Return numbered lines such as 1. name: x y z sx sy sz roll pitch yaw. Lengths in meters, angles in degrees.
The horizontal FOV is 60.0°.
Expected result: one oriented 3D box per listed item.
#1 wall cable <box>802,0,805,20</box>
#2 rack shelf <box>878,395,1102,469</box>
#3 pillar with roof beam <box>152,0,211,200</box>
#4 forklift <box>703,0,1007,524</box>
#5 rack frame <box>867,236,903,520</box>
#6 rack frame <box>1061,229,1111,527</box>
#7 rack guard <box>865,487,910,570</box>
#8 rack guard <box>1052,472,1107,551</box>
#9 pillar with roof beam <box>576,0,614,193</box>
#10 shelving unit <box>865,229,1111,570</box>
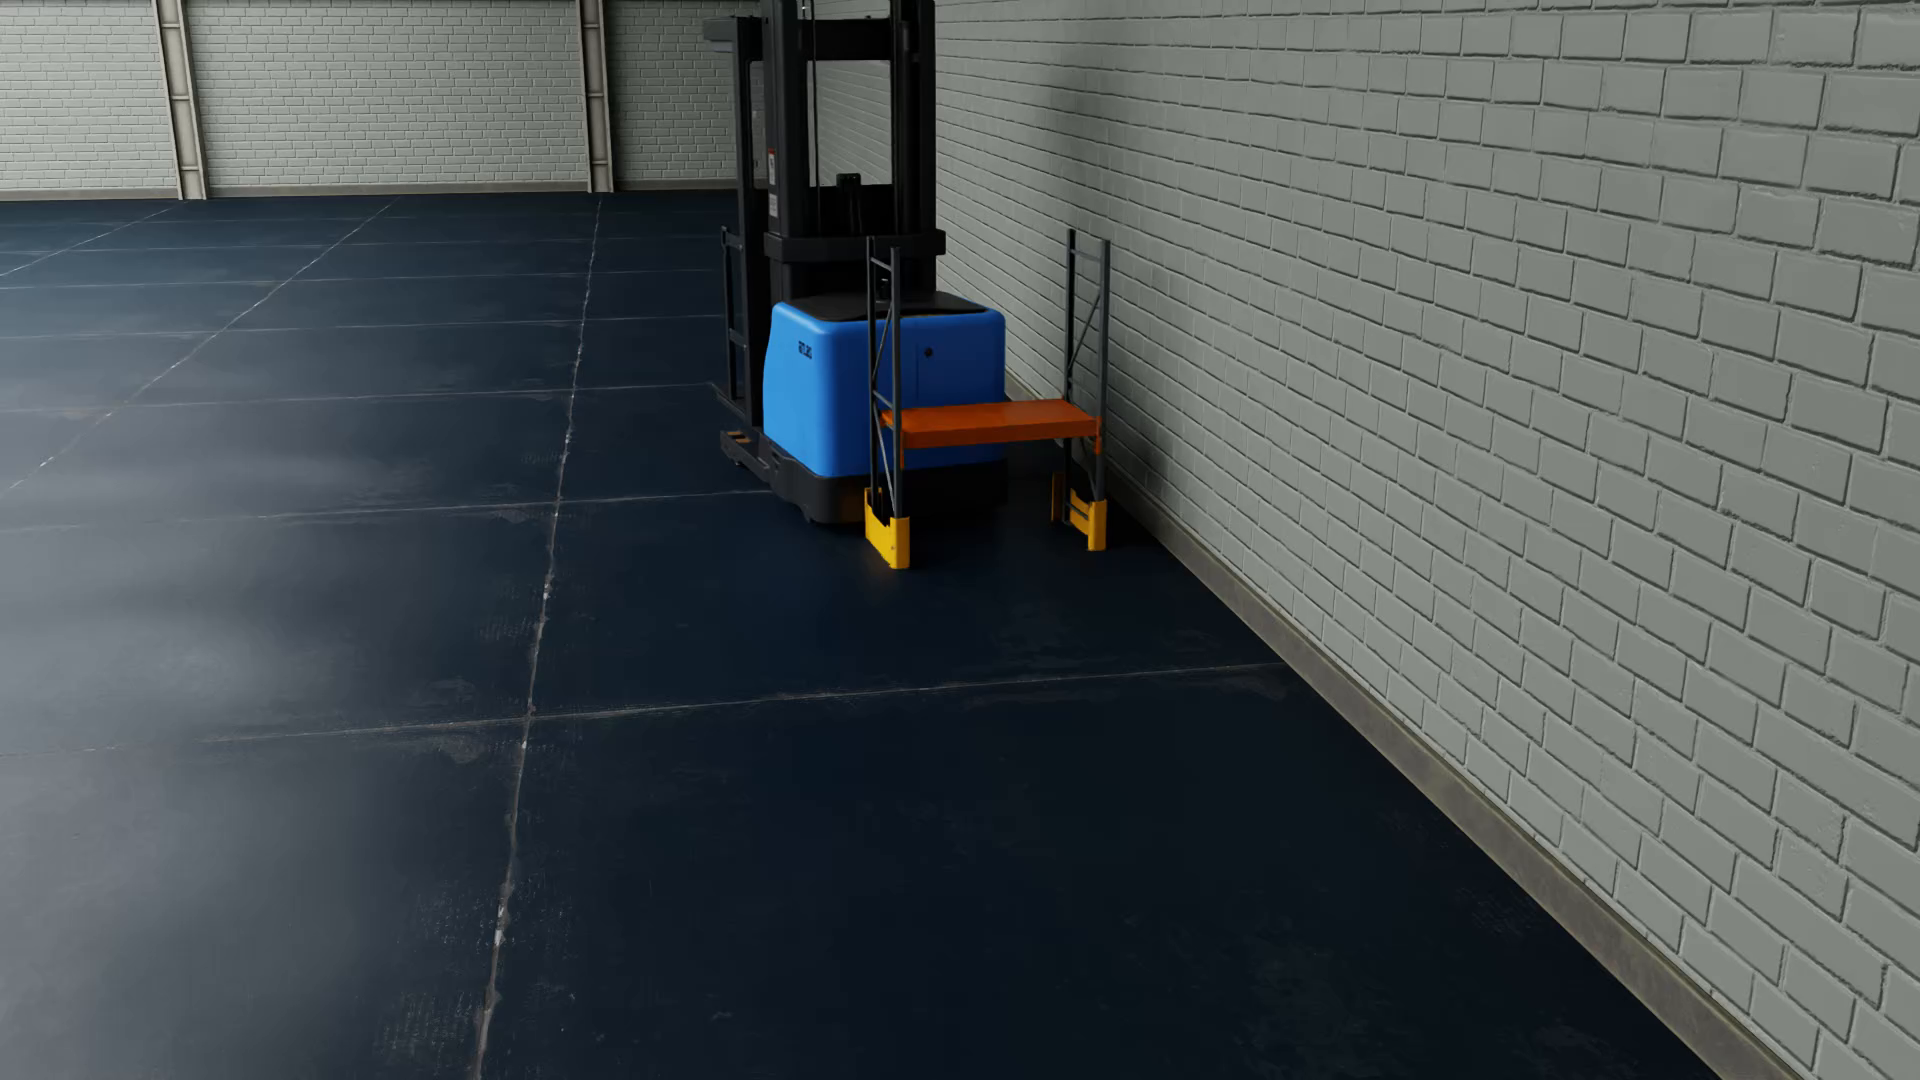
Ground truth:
1. wall cable: -2.504 -8.086 24.600 0.112 2.526 3.097 -3 17 -10
2. rack shelf: 0.129 -0.532 8.102 1.000 0.185 0.538 -5 18 -16
3. pillar with roof beam: -10.721 -8.212 19.722 0.400 9.000 9.100 -3 17 -10
4. forklift: -0.778 -1.871 9.412 1.130 2.935 3.031 -7 18 -21
5. rack frame: -0.357 -0.660 7.907 0.032 1.500 0.500 -5 18 -16
6. rack frame: 0.615 -0.748 8.192 0.032 1.500 0.500 -5 18 -16
7. rack guard: -0.356 -0.063 8.091 0.087 0.250 0.587 -5 18 -16
8. rack guard: 0.596 -0.149 8.370 0.087 0.250 0.587 -5 18 -16
9. pillar with roof beam: -4.830 -8.546 20.810 0.400 9.000 9.100 -3 17 -10
10. shelving unit: 0.120 -0.703 8.047 1.083 1.500 0.587 -5 18 -16
